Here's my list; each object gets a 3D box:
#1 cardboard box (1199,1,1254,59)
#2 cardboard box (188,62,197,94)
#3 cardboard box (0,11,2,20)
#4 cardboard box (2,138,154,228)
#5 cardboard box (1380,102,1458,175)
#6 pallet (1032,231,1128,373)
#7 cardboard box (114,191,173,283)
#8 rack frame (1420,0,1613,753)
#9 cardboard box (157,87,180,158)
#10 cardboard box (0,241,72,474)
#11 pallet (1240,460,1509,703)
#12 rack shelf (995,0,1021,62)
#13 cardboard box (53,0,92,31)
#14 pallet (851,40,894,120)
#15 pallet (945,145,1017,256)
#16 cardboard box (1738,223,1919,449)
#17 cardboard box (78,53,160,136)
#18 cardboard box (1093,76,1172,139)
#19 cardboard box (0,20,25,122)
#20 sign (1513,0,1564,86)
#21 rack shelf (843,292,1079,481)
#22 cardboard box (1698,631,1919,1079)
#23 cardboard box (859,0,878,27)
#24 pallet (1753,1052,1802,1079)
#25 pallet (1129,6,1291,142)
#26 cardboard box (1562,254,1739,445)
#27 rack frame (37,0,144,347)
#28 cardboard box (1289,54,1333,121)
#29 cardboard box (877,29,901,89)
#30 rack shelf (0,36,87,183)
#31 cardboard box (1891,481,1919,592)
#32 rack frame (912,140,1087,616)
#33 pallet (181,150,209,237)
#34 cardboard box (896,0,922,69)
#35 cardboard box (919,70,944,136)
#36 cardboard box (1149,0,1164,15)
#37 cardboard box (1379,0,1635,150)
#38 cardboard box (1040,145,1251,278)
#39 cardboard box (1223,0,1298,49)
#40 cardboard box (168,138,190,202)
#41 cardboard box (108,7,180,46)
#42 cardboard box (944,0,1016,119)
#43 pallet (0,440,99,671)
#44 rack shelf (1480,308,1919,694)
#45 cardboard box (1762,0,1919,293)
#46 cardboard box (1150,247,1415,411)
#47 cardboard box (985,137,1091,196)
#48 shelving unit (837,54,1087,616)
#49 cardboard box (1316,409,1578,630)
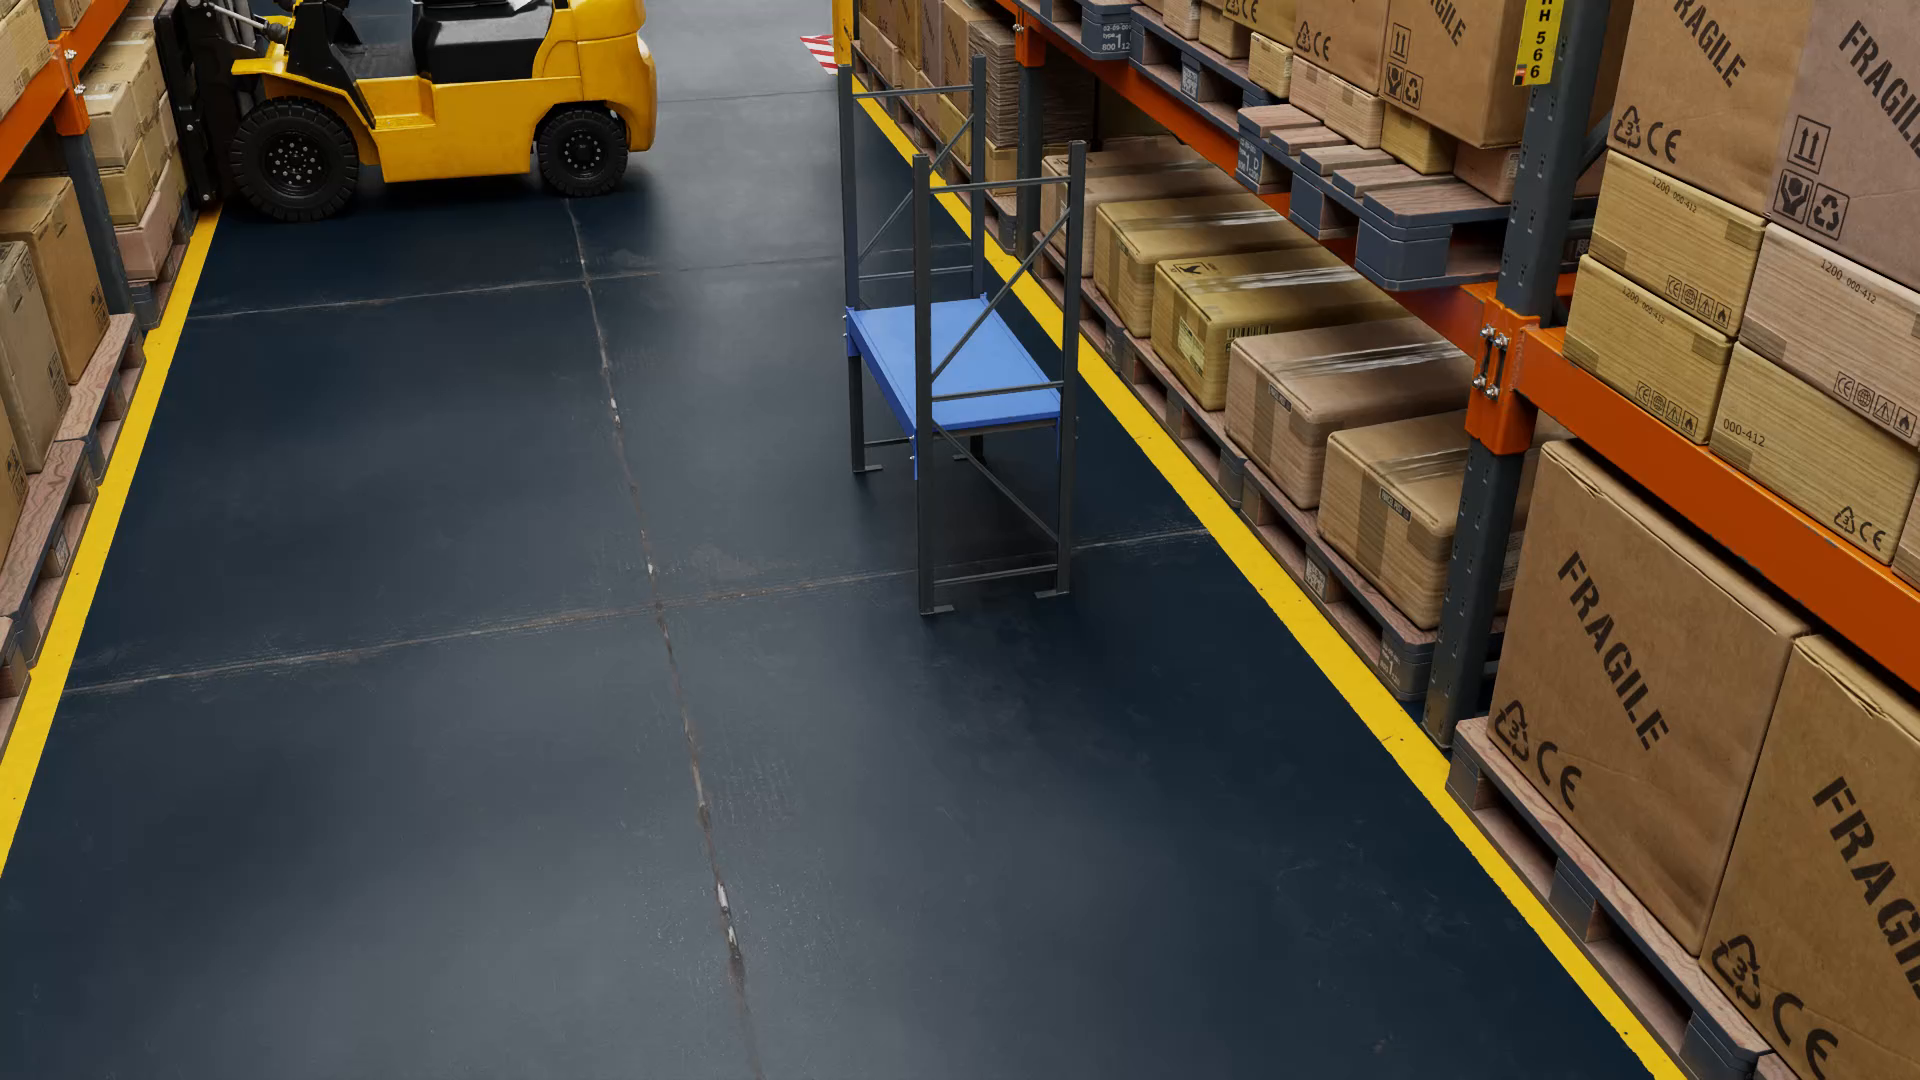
[{"bbox_3d":[1.029,-1.731,5.577,0.380,0.149,0.250,-9,31,-15],"label":"cardboard box"},{"bbox_3d":[-4.367,-2.519,8.935,0.500,0.250,0.500,-9,31,-14],"label":"cardboard box"},{"bbox_3d":[-3.496,-1.764,5.454,0.500,0.250,0.500,-9,31,-15],"label":"cardboard box"},{"bbox_3d":[-3.847,-1.546,7.253,0.500,0.250,0.500,-8,31,-14],"label":"cardboard box"},{"bbox_3d":[1.376,-1.113,4.510,0.380,0.149,0.250,-7,31,-13],"label":"cardboard box"},{"bbox_3d":[0.977,-1.142,7.512,1.003,0.211,1.213,-8,31,-13],"label":"pallet"},{"bbox_3d":[-3.825,-1.332,7.383,0.500,0.250,0.500,-8,31,-13],"label":"cardboard box"},{"bbox_3d":[1.831,-0.793,4.125,1.000,3.000,0.127,-8,31,-13],"label":"rack frame"},{"bbox_3d":[-4.104,-2.033,8.095,0.500,0.250,0.500,-8,31,-14],"label":"cardboard box"},{"bbox_3d":[-3.668,-0.591,5.727,0.875,0.625,0.625,-8,31,-14],"label":"cardboard box"},{"bbox_3d":[1.625,0.036,5.476,1.003,0.211,1.213,-8,31,-13],"label":"pallet"},{"bbox_3d":[0.238,-3.379,9.312,1.077,0.370,4.000,-8,31,-13],"label":"rack shelf"},{"bbox_3d":[-3.882,-2.355,6.725,0.500,0.500,0.500,-9,31,-15],"label":"cardboard box"},{"bbox_3d":[-0.091,-3.016,10.750,1.003,0.211,1.213,-8,31,-13],"label":"pallet"},{"bbox_3d":[0.556,-1.838,8.714,1.003,0.211,1.213,-8,31,-13],"label":"pallet"},{"bbox_3d":[1.863,-0.417,3.127,0.500,0.250,0.500,-7,31,-12],"label":"cardboard box"},{"bbox_3d":[-3.968,-2.011,7.558,0.500,0.250,0.500,-8,31,-13],"label":"cardboard box"},{"bbox_3d":[0.873,-2.362,8.413,0.500,0.500,0.500,-6,31,-11],"label":"cardboard box"},{"bbox_3d":[-3.491,-1.547,5.579,0.500,0.250,0.500,-8,31,-14],"label":"cardboard box"},{"bbox_3d":[1.310,-1.183,3.723,0.100,0.325,0.005,-8,31,-13],"label":"sign"},{"bbox_3d":[-0.023,-0.535,5.536,0.538,0.185,1.000,-8,31,-13],"label":"rack shelf"},{"bbox_3d":[2.166,0.721,3.212,0.875,0.875,0.875,-7,31,-13],"label":"cardboard box"},{"bbox_3d":[-0.339,-3.535,10.440,0.500,0.500,0.500,-9,31,-15],"label":"cardboard box"},{"bbox_3d":[2.287,1.393,3.133,1.003,0.211,1.213,-8,31,-13],"label":"pallet"},{"bbox_3d":[1.266,-1.660,5.816,1.003,0.211,1.213,-8,31,-13],"label":"pallet"},{"bbox_3d":[1.718,-0.458,3.697,0.500,0.250,0.500,-8,31,-14],"label":"cardboard box"},{"bbox_3d":[-4.016,-2.063,6.320,1.000,3.000,0.127,-8,31,-13],"label":"rack frame"},{"bbox_3d":[1.207,-1.351,4.922,0.380,0.149,0.250,-9,31,-16],"label":"cardboard box"},{"bbox_3d":[-0.217,-2.975,10.220,0.500,0.250,0.500,-7,31,-11],"label":"cardboard box"},{"bbox_3d":[-3.485,-0.786,4.831,1.077,0.370,4.000,-8,31,-13],"label":"rack shelf"},{"bbox_3d":[2.005,0.042,2.833,0.500,0.250,0.500,-7,31,-12],"label":"cardboard box"},{"bbox_3d":[0.112,-0.445,5.021,0.500,1.500,0.032,-8,31,-13],"label":"rack frame"},{"bbox_3d":[-4.514,-1.836,8.711,1.003,0.211,1.213,-8,31,-13],"label":"pallet"},{"bbox_3d":[-0.070,-3.040,9.585,0.500,0.500,0.500,-7,31,-12],"label":"cardboard box"},{"bbox_3d":[0.071,-2.468,9.346,0.500,0.250,0.500,-7,31,-13],"label":"cardboard box"},{"bbox_3d":[0.909,-1.991,6.027,0.380,0.149,0.250,-8,31,-13],"label":"cardboard box"},{"bbox_3d":[1.442,-1.329,4.236,0.500,0.500,0.500,-9,31,-15],"label":"cardboard box"},{"bbox_3d":[0.910,-1.516,7.579,0.950,0.372,0.625,-7,31,-13],"label":"cardboard box"},{"bbox_3d":[1.159,-1.821,5.086,0.500,0.500,0.500,-10,32,-17],"label":"cardboard box"},{"bbox_3d":[-4.126,-1.822,8.228,0.500,0.250,0.500,-7,31,-12],"label":"cardboard box"},{"bbox_3d":[-4.243,-2.504,8.410,0.500,0.250,0.500,-8,31,-14],"label":"cardboard box"},{"bbox_3d":[0.216,-2.537,8.715,0.500,0.500,0.500,-7,31,-12],"label":"cardboard box"},{"bbox_3d":[-3.455,0.085,5.393,1.003,0.211,1.213,-8,31,-13],"label":"pallet"},{"bbox_3d":[2.361,0.484,2.637,1.077,0.370,4.000,-8,31,-13],"label":"rack shelf"},{"bbox_3d":[1.867,-0.760,2.971,0.500,0.500,0.500,-8,31,-13],"label":"cardboard box"},{"bbox_3d":[1.291,-0.834,6.400,0.950,0.372,0.625,-7,31,-12],"label":"cardboard box"},{"bbox_3d":[0.353,-1.966,8.478,0.500,0.250,0.500,-6,31,-11],"label":"cardboard box"},{"bbox_3d":[-0.023,-0.690,5.445,0.538,1.500,1.048,-8,31,-13],"label":"shelving unit"},{"bbox_3d":[1.690,-0.112,5.152,0.950,0.372,0.625,-10,32,-17],"label":"cardboard box"}]
